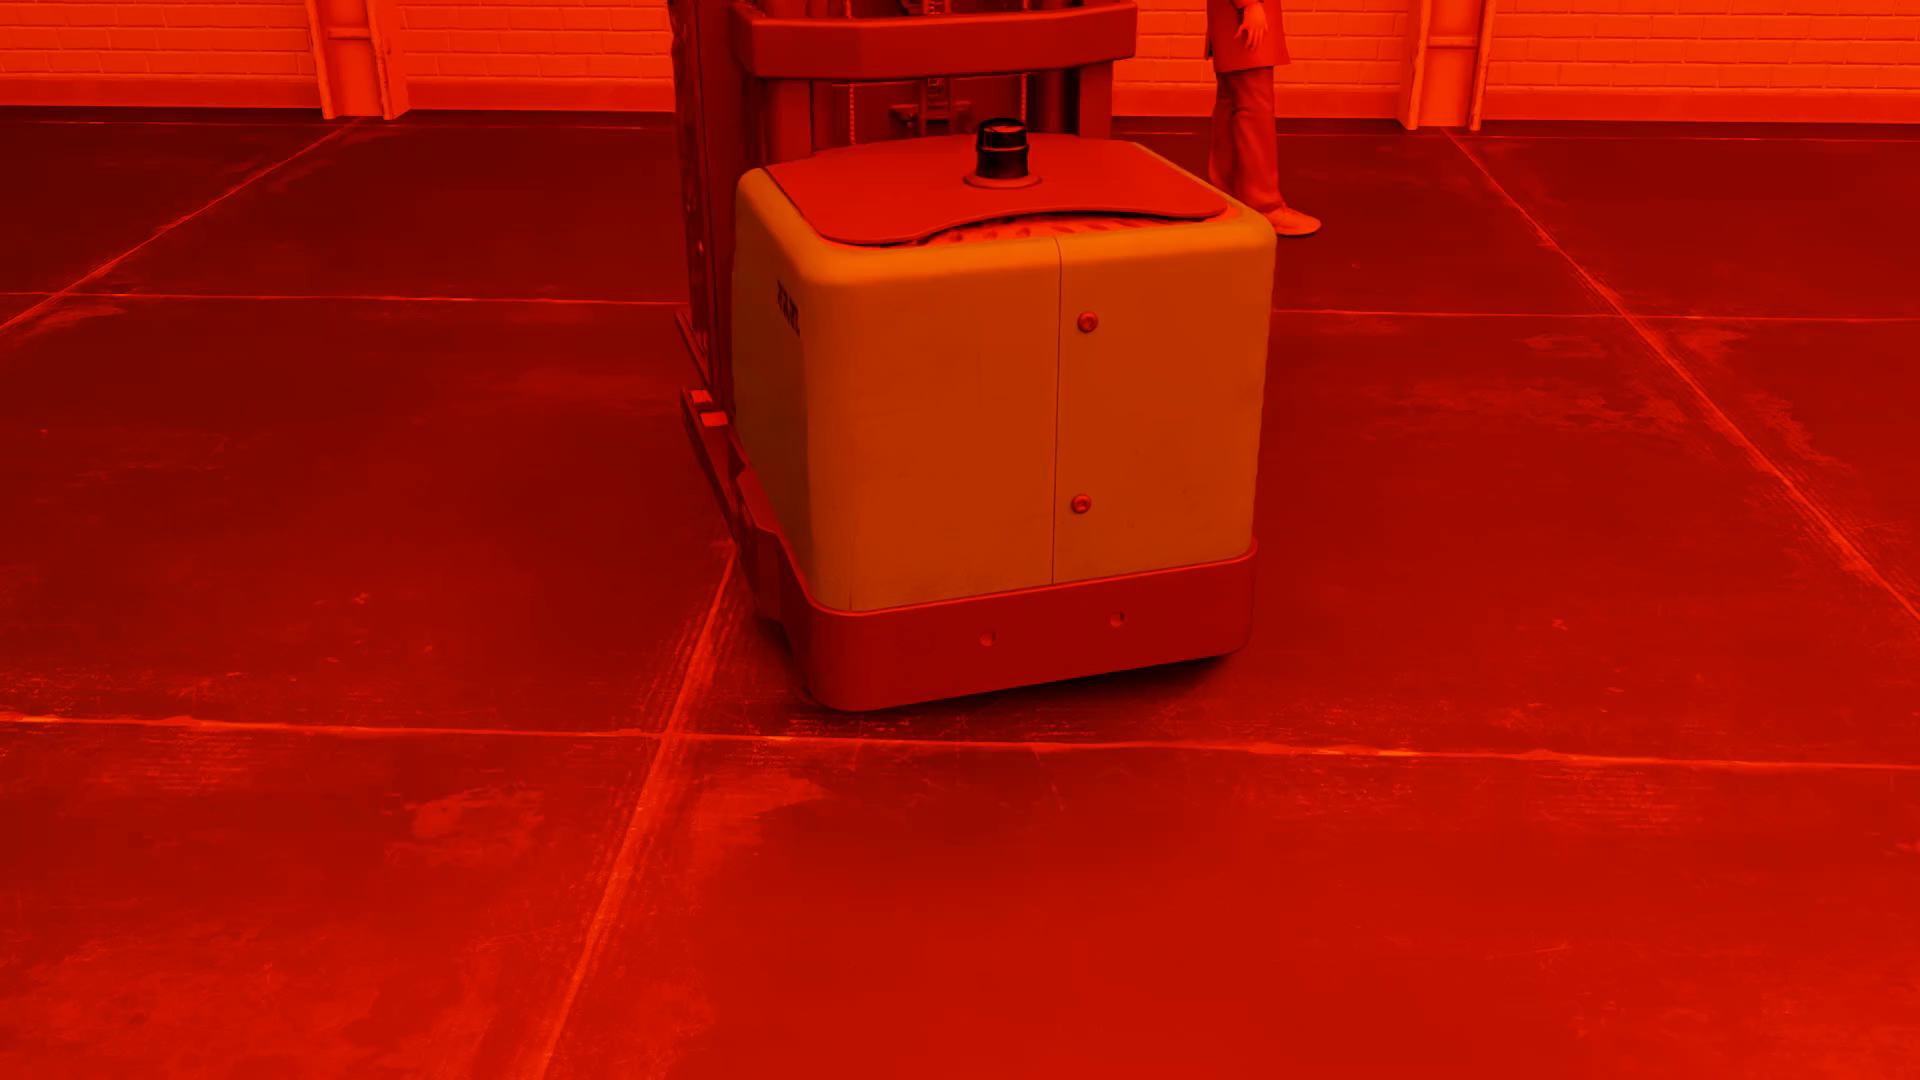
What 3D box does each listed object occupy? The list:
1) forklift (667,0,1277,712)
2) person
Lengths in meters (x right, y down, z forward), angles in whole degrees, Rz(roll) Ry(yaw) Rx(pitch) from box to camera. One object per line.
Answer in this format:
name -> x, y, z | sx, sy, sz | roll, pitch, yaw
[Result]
forklift -> -0.231, -1.574, 4.399 | 1.130, 2.935, 3.031 | -8, 27, -15
person -> 1.298, -2.237, 7.038 | 0.580, 1.781, 0.709 | 3, 26, 6
